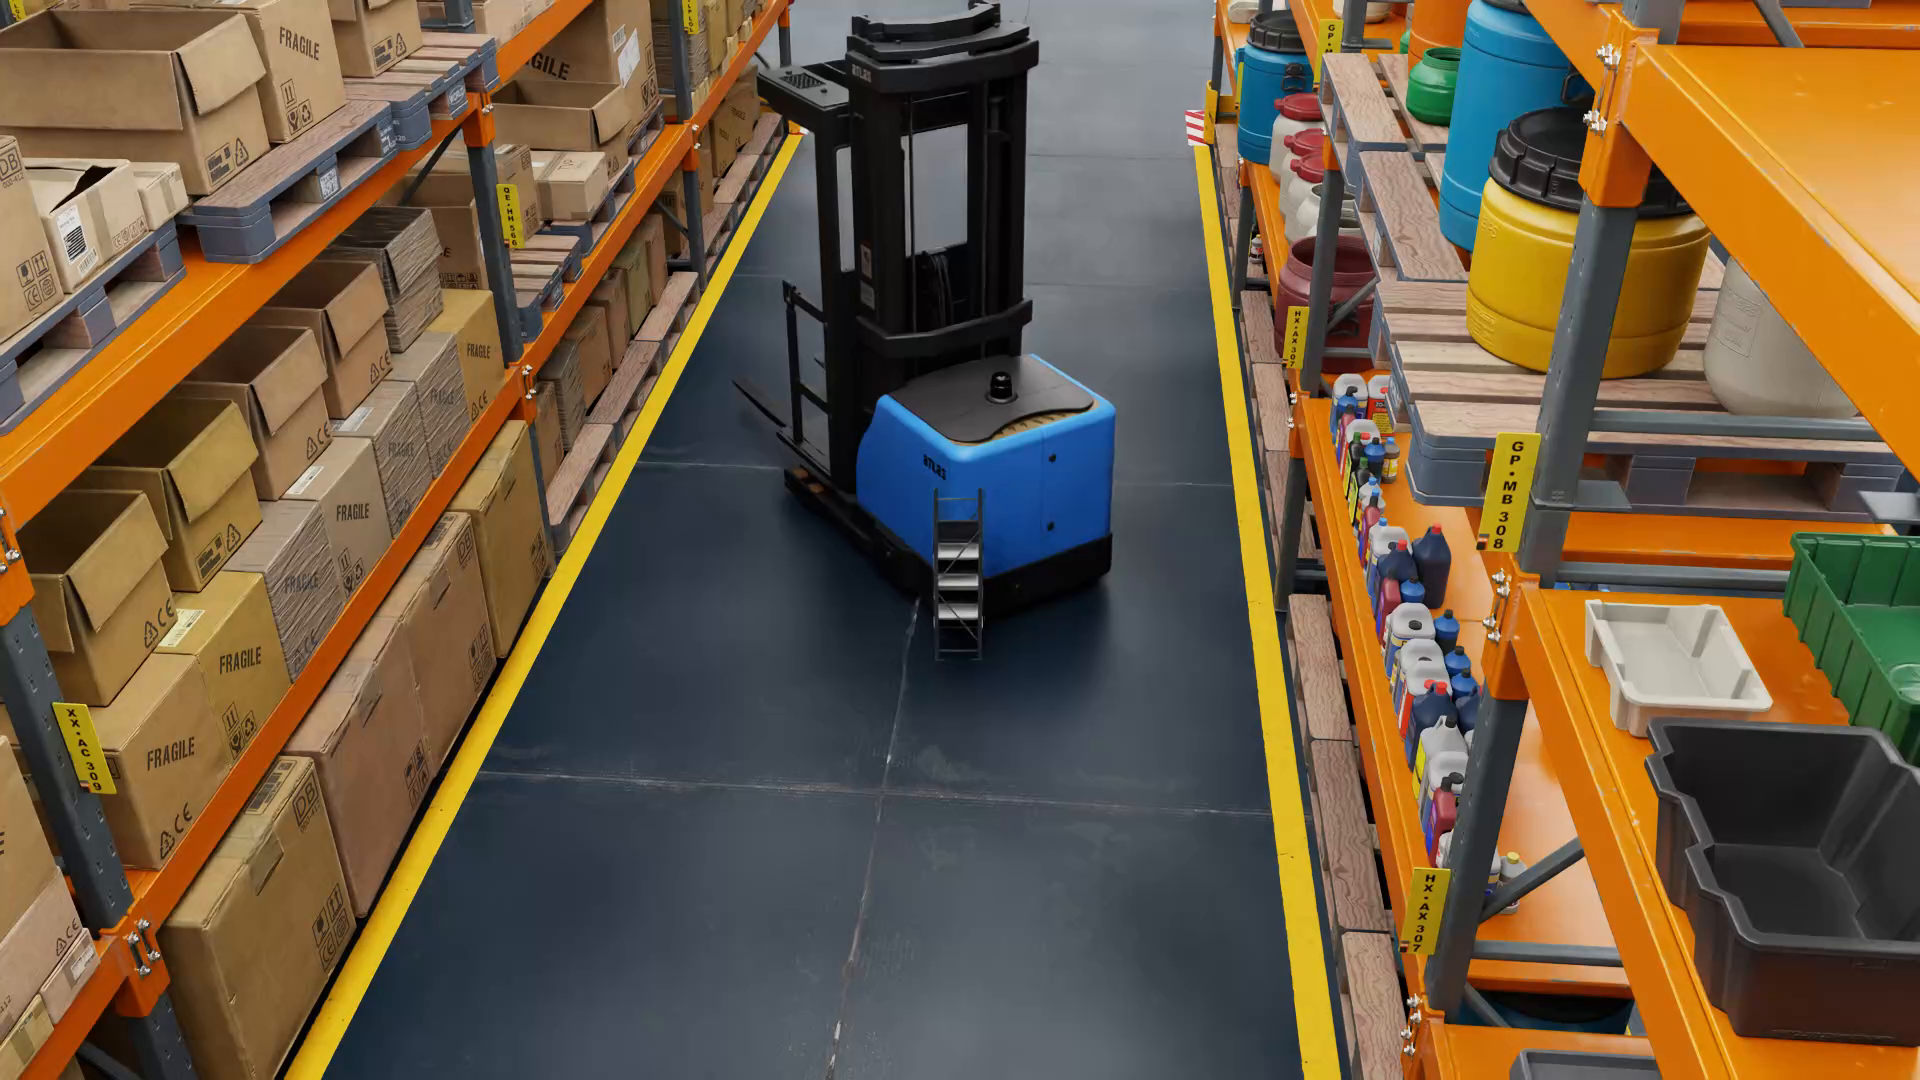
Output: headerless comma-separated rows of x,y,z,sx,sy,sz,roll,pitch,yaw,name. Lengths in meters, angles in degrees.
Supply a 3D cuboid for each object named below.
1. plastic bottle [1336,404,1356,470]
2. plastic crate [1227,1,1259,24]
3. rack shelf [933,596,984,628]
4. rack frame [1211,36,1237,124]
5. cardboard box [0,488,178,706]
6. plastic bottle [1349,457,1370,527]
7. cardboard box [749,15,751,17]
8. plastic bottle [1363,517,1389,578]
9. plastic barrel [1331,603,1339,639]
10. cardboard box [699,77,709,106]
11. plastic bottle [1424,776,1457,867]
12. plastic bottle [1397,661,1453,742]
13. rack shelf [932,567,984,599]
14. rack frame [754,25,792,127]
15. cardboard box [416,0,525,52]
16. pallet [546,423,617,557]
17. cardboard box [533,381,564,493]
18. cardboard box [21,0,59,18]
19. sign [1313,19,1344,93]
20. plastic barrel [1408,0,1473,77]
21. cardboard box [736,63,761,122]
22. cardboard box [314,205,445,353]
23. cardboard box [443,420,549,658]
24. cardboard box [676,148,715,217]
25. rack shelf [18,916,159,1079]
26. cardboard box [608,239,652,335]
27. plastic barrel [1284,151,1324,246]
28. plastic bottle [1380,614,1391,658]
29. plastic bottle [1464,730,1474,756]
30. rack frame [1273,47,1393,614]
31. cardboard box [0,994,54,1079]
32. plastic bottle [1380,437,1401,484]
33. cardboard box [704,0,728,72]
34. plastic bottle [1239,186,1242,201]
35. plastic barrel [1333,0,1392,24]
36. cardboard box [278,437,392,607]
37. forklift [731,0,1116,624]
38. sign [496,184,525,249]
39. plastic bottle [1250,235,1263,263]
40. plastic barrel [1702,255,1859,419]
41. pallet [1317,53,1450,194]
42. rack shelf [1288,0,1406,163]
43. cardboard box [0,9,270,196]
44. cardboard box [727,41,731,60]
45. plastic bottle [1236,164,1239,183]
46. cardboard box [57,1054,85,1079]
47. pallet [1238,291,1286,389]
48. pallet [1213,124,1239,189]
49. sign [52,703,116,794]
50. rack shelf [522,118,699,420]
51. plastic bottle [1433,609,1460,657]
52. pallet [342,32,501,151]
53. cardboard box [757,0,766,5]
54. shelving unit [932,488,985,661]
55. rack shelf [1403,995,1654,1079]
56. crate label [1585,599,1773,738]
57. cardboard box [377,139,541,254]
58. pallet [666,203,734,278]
1.757,-0.466,7.538,0.061,0.283,0.133,2,32,4,plastic bottle
2.444,-4.515,14.248,0.298,0.136,0.250,2,32,4,plastic crate
-0.009,0.363,8.490,0.258,0.077,0.200,0,32,0,rack shelf
2.838,-5.081,14.916,1.000,3.000,0.127,2,32,4,rack frame
-3.032,0.178,5.331,0.797,0.503,0.637,2,32,3,cardboard box
1.716,-0.205,7.115,0.061,0.283,0.133,2,32,4,plastic bottle
-2.004,-4.505,14.221,0.380,0.149,0.250,2,32,4,cardboard box
1.698,0.033,6.741,0.097,0.271,0.097,0,32,0,plastic bottle
2.164,0.104,8.171,0.600,0.830,0.708,2,32,4,plastic barrel
-2.074,-3.324,12.304,0.380,0.149,0.250,2,32,4,cardboard box
1.544,0.901,5.321,0.061,0.283,0.133,2,32,4,plastic bottle
1.642,0.572,5.862,0.152,0.276,0.135,2,32,4,plastic bottle
-0.009,0.210,8.395,0.258,0.077,0.200,0,32,0,rack shelf
-2.099,-5.293,15.260,1.000,3.000,0.127,2,32,4,rack frame
-2.458,-2.558,8.105,0.500,0.250,0.500,3,32,5,cardboard box
-2.685,-0.331,9.866,1.003,0.211,1.213,2,32,4,pallet
-2.715,-0.584,9.582,0.700,0.500,0.500,1,32,1,cardboard box
-7.295,-4.181,12.283,0.875,0.550,0.550,2,32,4,cardboard box
1.638,-2.150,7.401,0.100,0.325,0.005,2,32,4,sign
2.137,-2.240,6.637,0.600,0.830,0.708,2,32,4,plastic barrel
-2.166,-4.082,15.277,0.500,0.500,0.500,8,33,13,cardboard box
-2.826,-1.198,7.563,0.797,0.503,0.637,3,32,6,cardboard box
-2.827,-0.024,8.335,1.225,0.875,0.875,1,32,2,cardboard box
-2.313,-2.823,13.234,0.500,0.500,0.500,13,34,19,cardboard box
-3.239,2.334,3.569,1.077,0.370,4.000,2,32,4,rack shelf
-2.553,-1.756,11.483,0.700,0.500,0.500,2,32,4,cardboard box
2.121,-1.947,9.700,0.433,0.535,0.433,0,32,0,plastic barrel
1.654,0.350,6.292,0.097,0.201,0.097,0,32,0,plastic bottle
1.753,0.726,5.540,0.144,0.351,0.185,2,32,4,plastic bottle
2.187,-0.898,8.128,1.000,3.000,0.127,2,32,4,rack frame
-2.795,1.397,4.643,0.380,0.149,0.250,3,32,5,cardboard box
1.917,-0.363,7.450,0.097,0.201,0.097,0,32,0,plastic bottle
-2.250,-3.863,12.561,0.875,0.500,0.500,2,32,4,cardboard box
2.336,-2.859,13.558,0.097,0.201,0.097,0,32,0,plastic bottle
2.057,-2.791,8.473,0.301,0.262,0.301,0,32,0,plastic barrel
-2.671,-0.085,6.714,0.500,0.500,0.500,3,32,5,cardboard box
-0.390,-1.544,9.241,1.130,2.935,3.031,-19,36,-27,forklift
-2.197,-1.580,8.132,0.100,0.325,0.005,2,32,4,sign
2.231,-2.189,12.470,0.097,0.201,0.097,0,32,0,plastic bottle
2.154,-0.584,4.231,0.433,0.535,0.433,0,32,0,plastic barrel
2.027,-1.699,6.749,1.003,0.211,1.213,2,32,4,pallet
2.349,-2.914,9.227,1.077,0.370,4.000,2,32,4,rack shelf
-2.895,-1.540,5.813,0.797,0.503,0.637,2,32,3,cardboard box
-2.030,-3.848,13.155,0.380,0.149,0.250,2,32,4,cardboard box
2.371,-3.088,13.930,0.097,0.201,0.097,0,32,0,plastic bottle
-3.209,2.050,4.970,0.875,0.875,0.875,2,32,4,cardboard box
2.487,-1.390,11.585,1.003,0.211,1.213,2,32,4,pallet
2.807,-3.428,14.891,1.003,0.211,1.213,2,32,4,pallet
-2.522,0.603,4.793,0.100,0.325,0.005,2,32,4,sign
-2.587,-1.849,10.357,1.077,0.370,4.000,2,32,4,rack shelf
1.797,0.378,6.181,0.097,0.271,0.097,0,32,0,plastic bottle
-2.750,-1.967,7.184,1.213,0.211,1.003,4,32,6,pallet
-2.092,-4.909,14.258,0.875,0.500,0.500,2,32,4,cardboard box
-0.009,0.181,8.377,0.258,0.900,0.210,0,32,0,shelving unit
1.698,2.546,3.226,1.077,0.370,4.000,2,32,4,rack shelf
1.533,0.272,3.621,0.293,0.136,0.466,2,32,4,crate label
-2.800,-1.911,9.277,0.700,0.500,0.500,7,32,11,cardboard box
-2.405,-2.367,13.169,1.003,0.211,1.213,2,32,4,pallet
